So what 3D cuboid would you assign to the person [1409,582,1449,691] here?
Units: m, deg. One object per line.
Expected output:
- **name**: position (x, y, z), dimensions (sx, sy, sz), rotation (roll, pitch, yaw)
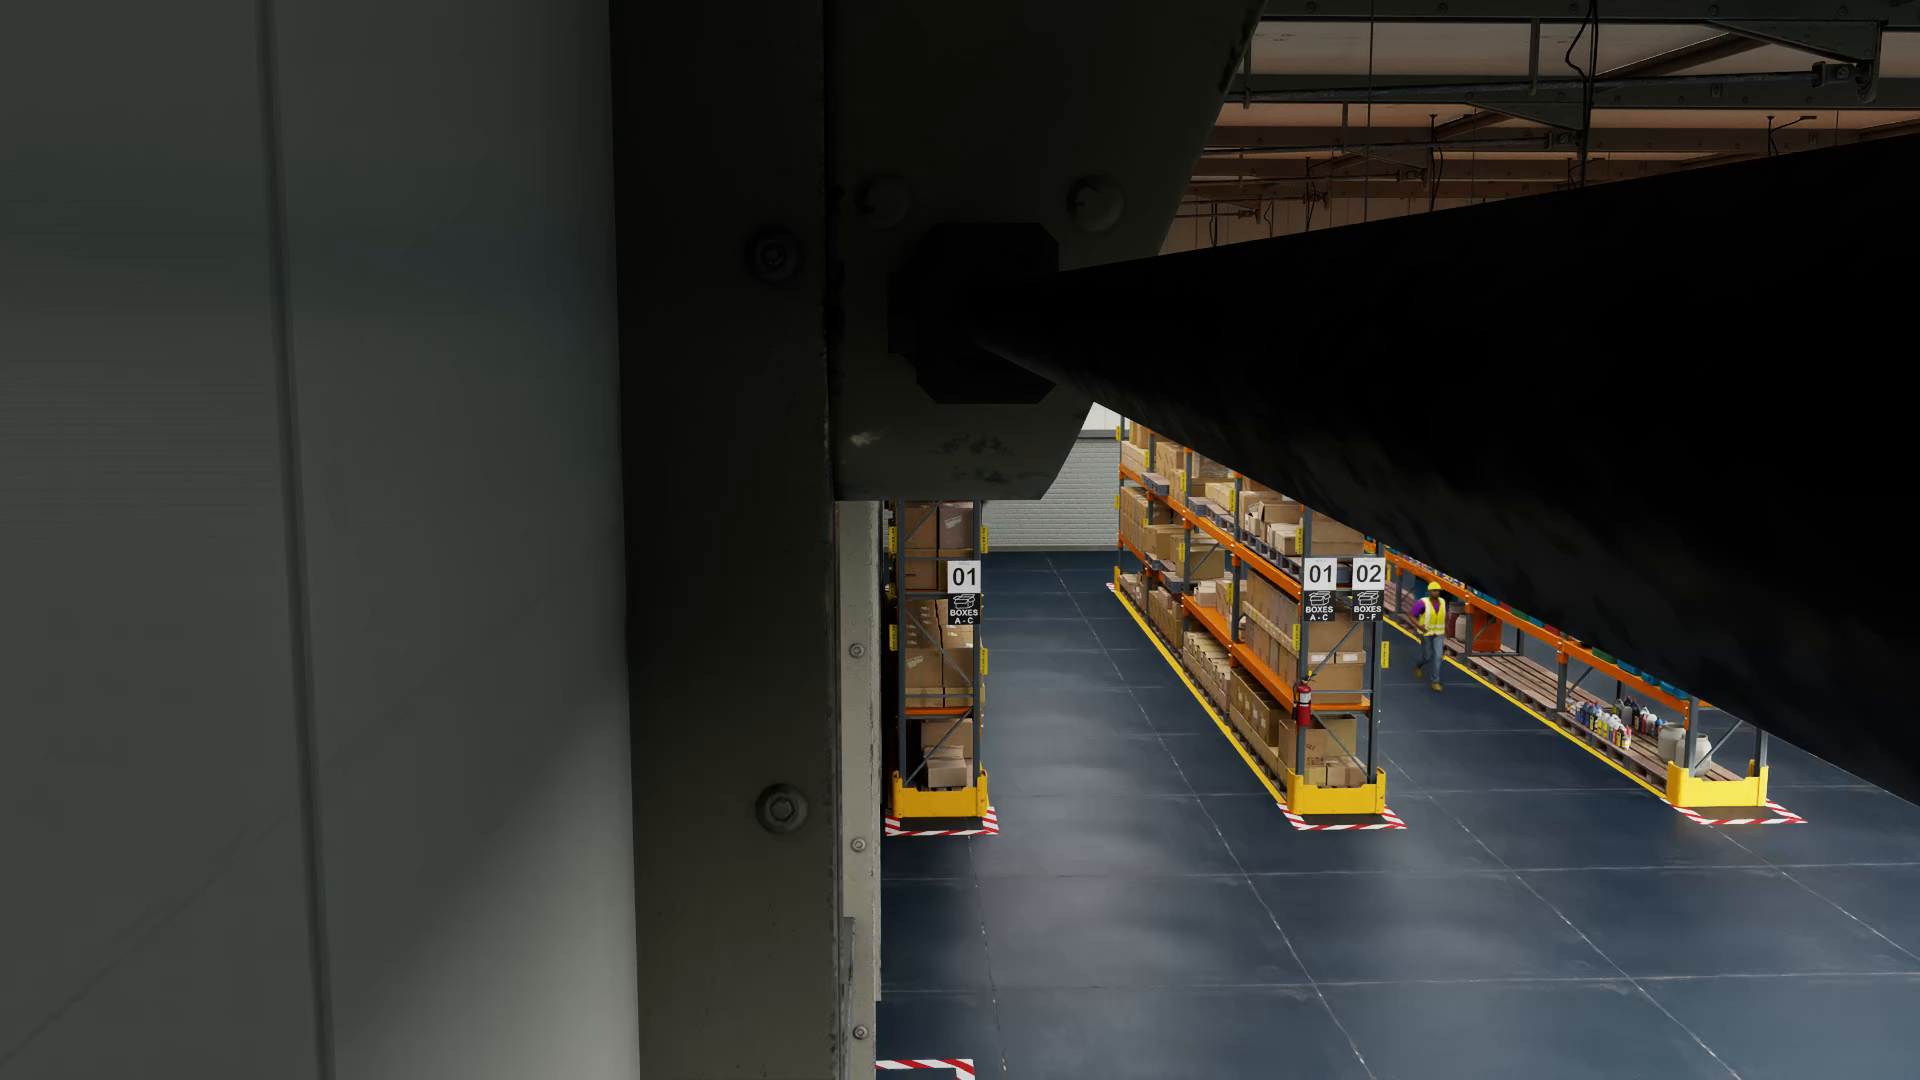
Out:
- **person**: position (7.727, 1.548, 27.291), dimensions (0.707, 1.754, 0.858), rotation (-1, 8, -5)
